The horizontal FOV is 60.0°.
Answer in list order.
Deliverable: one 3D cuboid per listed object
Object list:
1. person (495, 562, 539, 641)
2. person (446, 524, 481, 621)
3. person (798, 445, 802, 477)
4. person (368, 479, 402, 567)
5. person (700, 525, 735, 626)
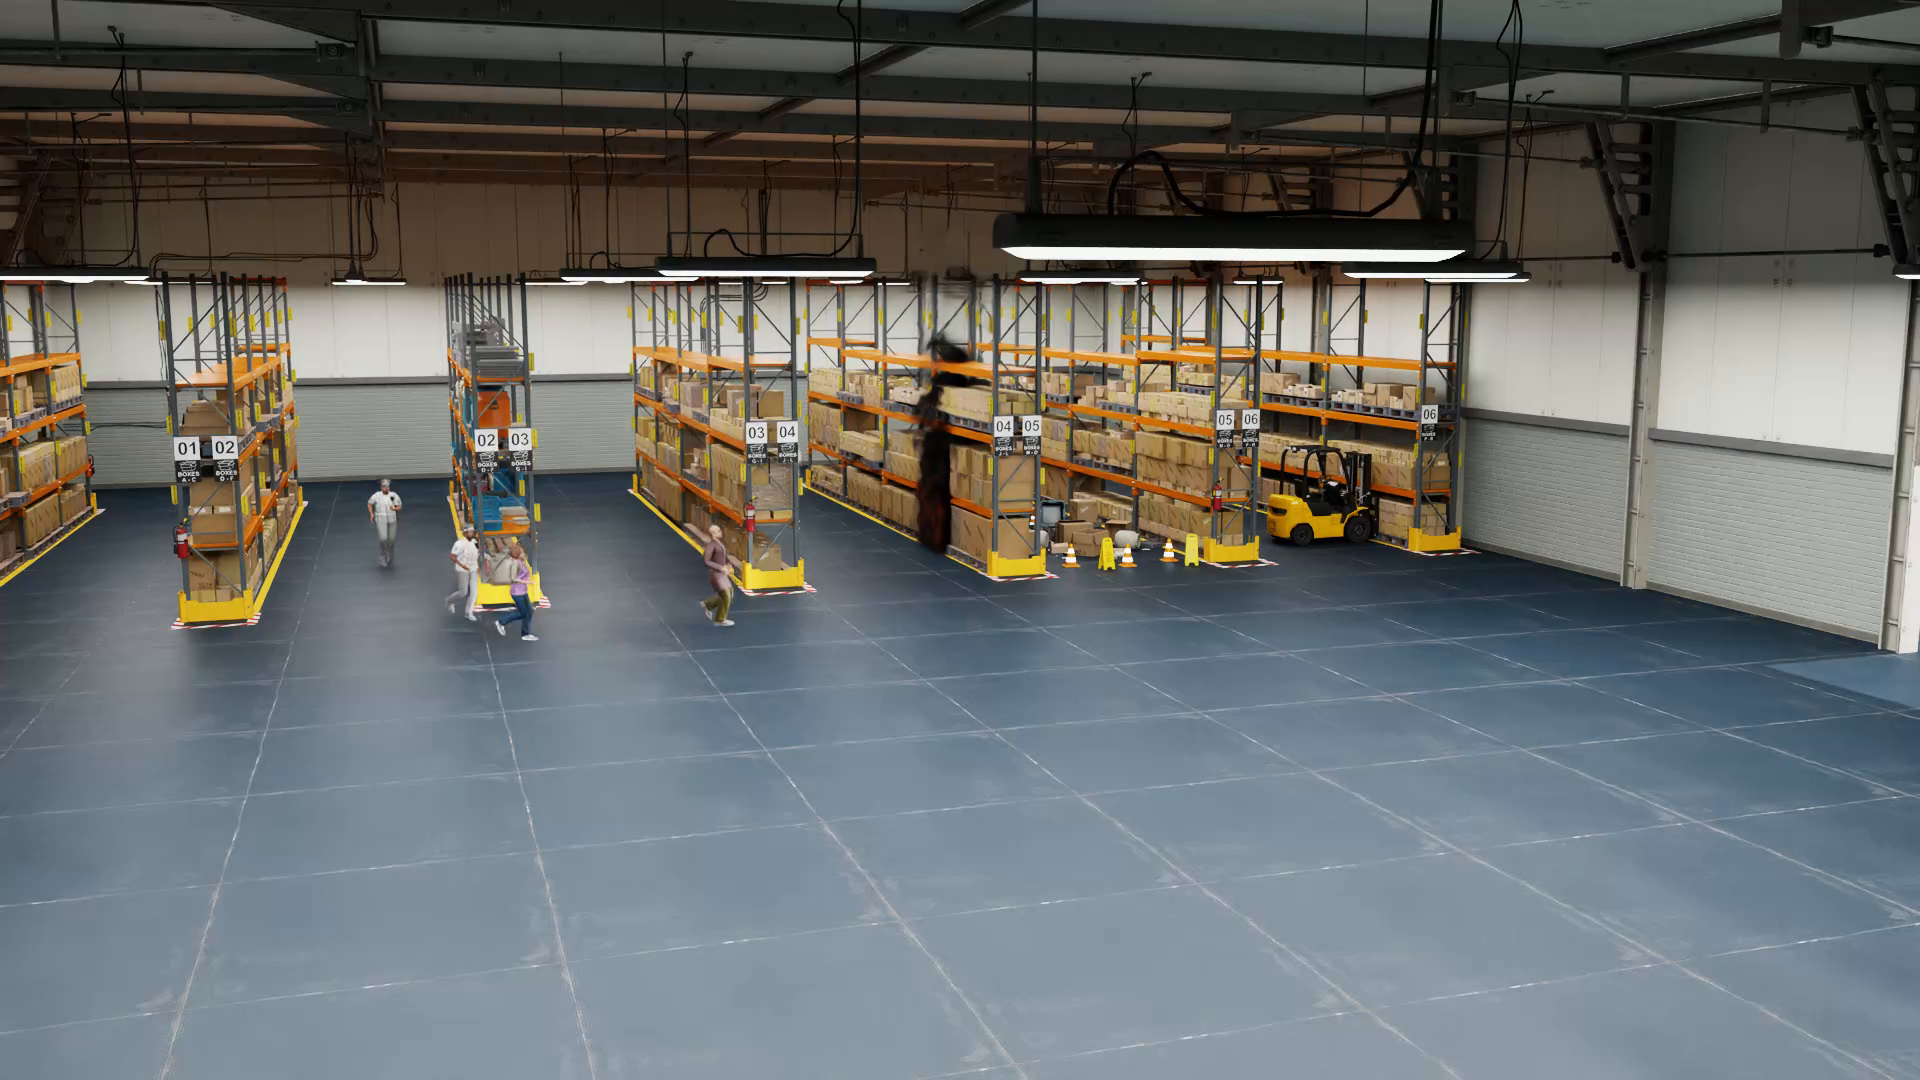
[{"bbox_3d":[-7.239,0.992,27.134,0.682,1.326,0.549,0,9,-3],"label":"person"},{"bbox_3d":[-8.645,0.537,29.145,0.743,1.673,0.611,7,11,37],"label":"person"},{"bbox_3d":[-4.552,-1.890,44.549,0.676,1.819,0.982,-2,9,-15],"label":"person"},{"bbox_3d":[-11.943,-0.356,34.639,0.631,1.850,0.768,-5,10,-30],"label":"person"},{"bbox_3d":[-4.142,0.613,28.341,0.653,1.710,0.707,2,9,10],"label":"person"}]
